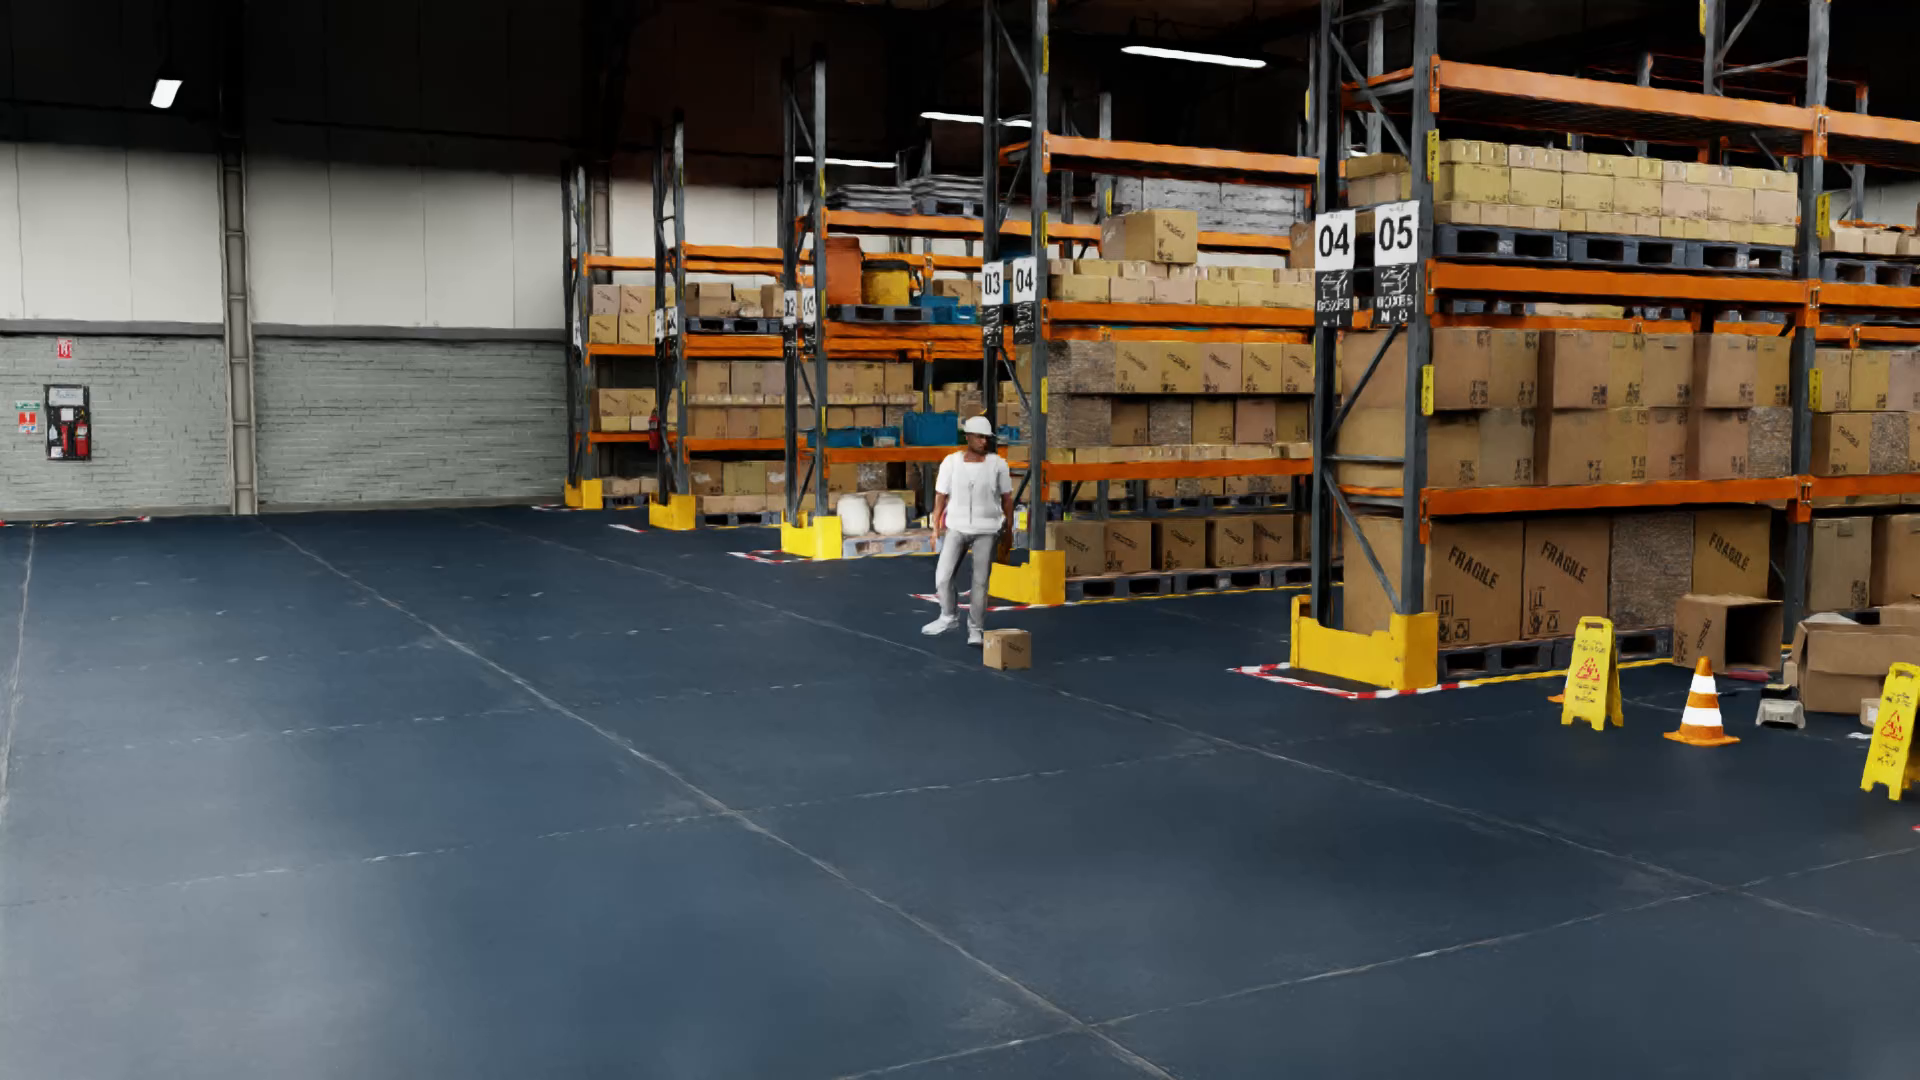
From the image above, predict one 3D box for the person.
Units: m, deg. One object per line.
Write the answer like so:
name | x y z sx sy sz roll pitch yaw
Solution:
person | 0.049 -0.079 12.815 0.729 1.762 0.451 1 5 6
